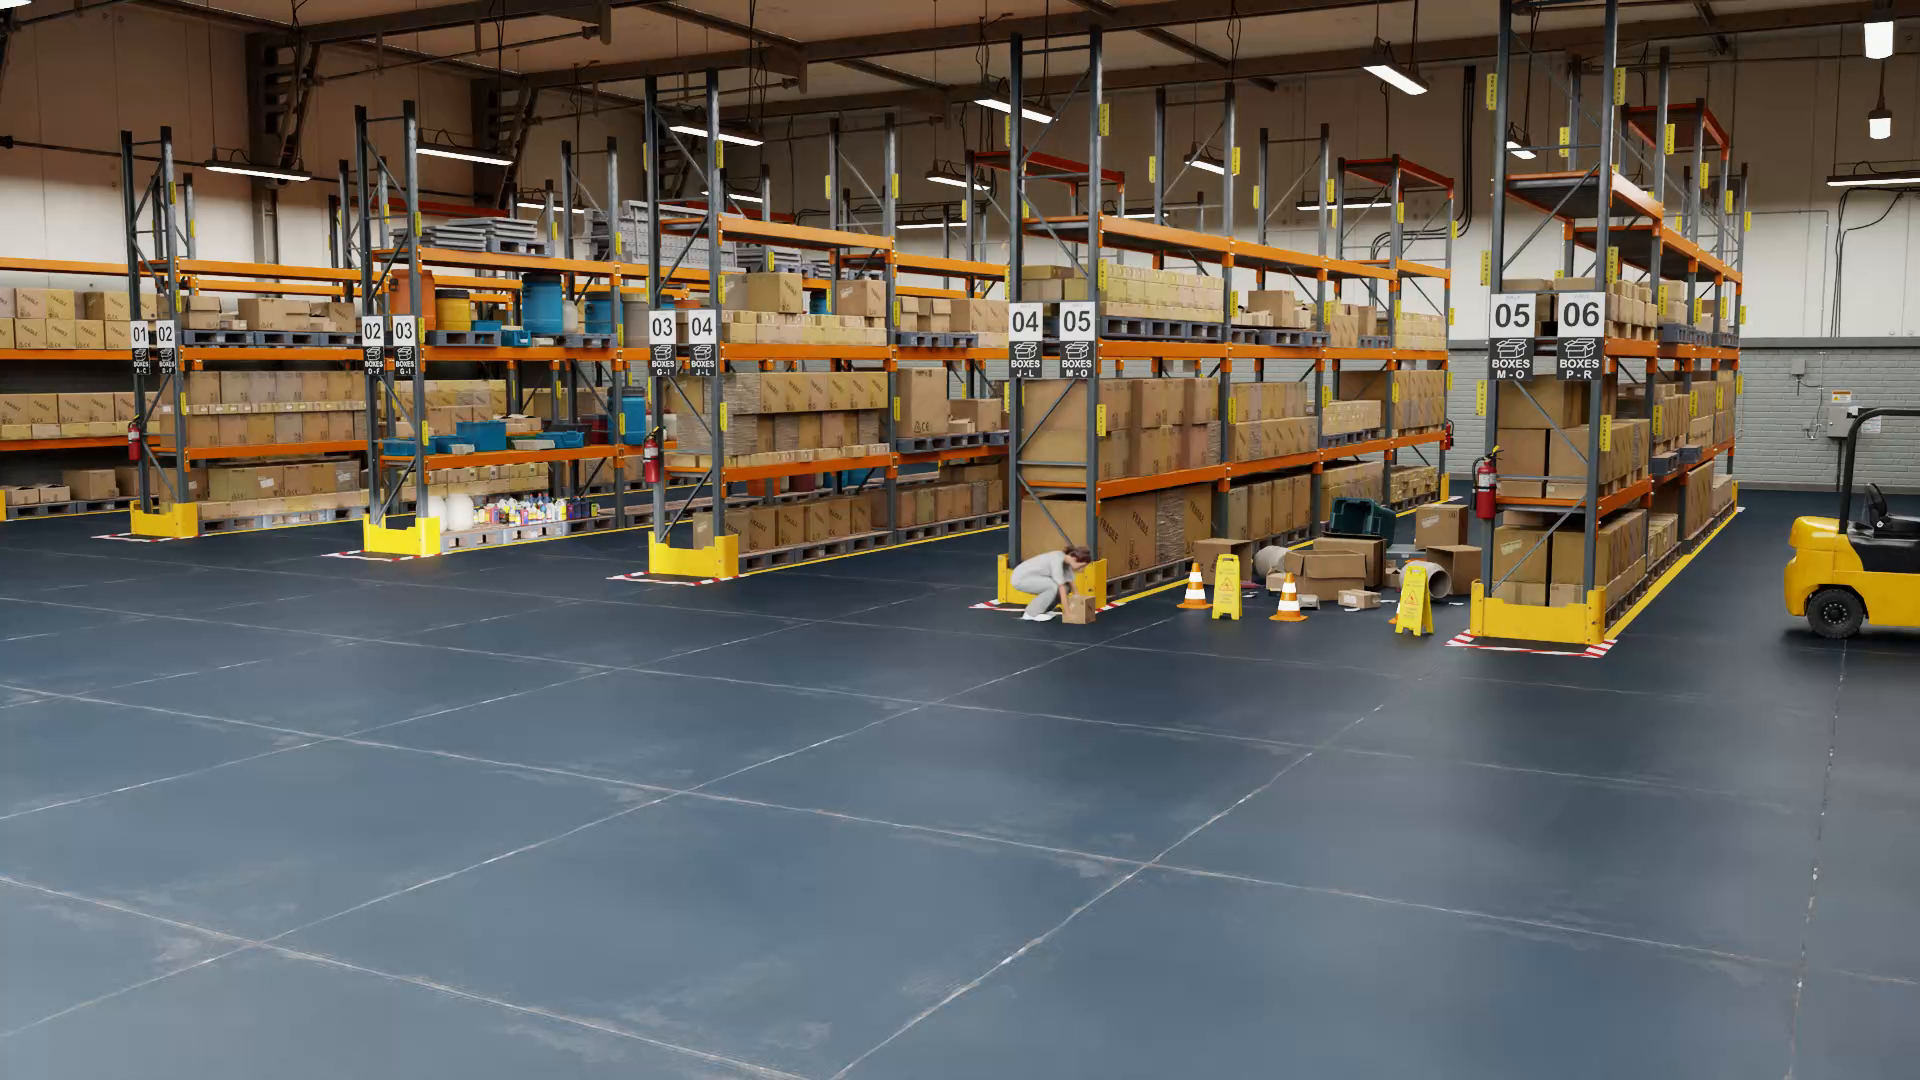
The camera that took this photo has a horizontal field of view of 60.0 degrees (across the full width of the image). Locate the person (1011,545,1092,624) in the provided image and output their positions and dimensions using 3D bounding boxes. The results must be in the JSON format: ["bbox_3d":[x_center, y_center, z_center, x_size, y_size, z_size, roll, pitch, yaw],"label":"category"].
[{"bbox_3d":[0.917,0.451,16.692,0.820,0.803,0.471,3,7,24],"label":"person"}]
